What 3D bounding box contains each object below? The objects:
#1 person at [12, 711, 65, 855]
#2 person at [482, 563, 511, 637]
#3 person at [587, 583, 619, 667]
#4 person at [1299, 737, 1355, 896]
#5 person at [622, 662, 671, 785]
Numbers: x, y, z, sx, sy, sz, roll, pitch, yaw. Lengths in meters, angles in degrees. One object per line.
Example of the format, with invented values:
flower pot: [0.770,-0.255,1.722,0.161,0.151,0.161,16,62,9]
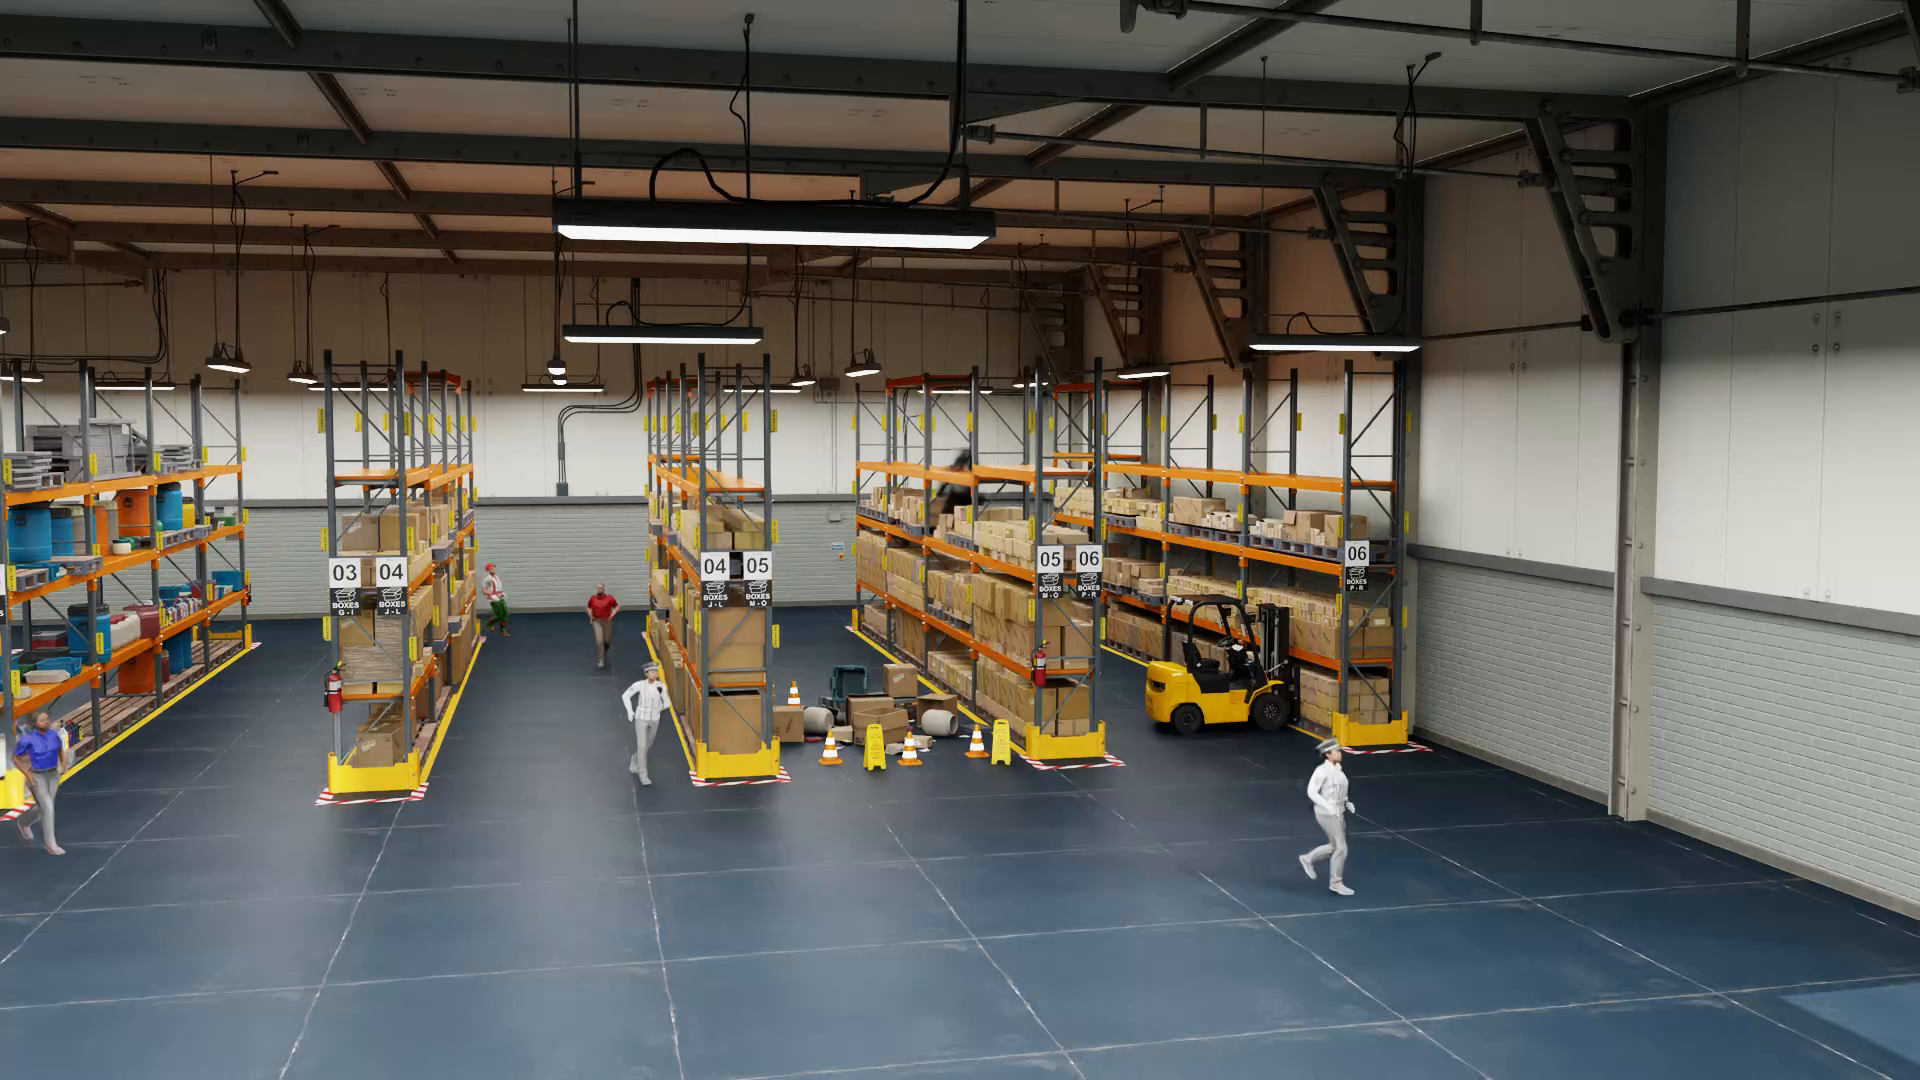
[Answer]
person: [-10.815,2.825,19.533,0.784,1.680,0.576,2,4,24]
person: [-10.957,1.419,39.211,0.662,1.751,0.718,1,4,17]
person: [-7.446,1.762,34.612,0.641,1.711,0.719,-1,4,-8]
person: [3.914,2.934,17.809,0.656,1.680,0.627,3,5,34]
person: [-4.358,2.521,23.271,0.647,1.650,0.954,-2,5,-30]
